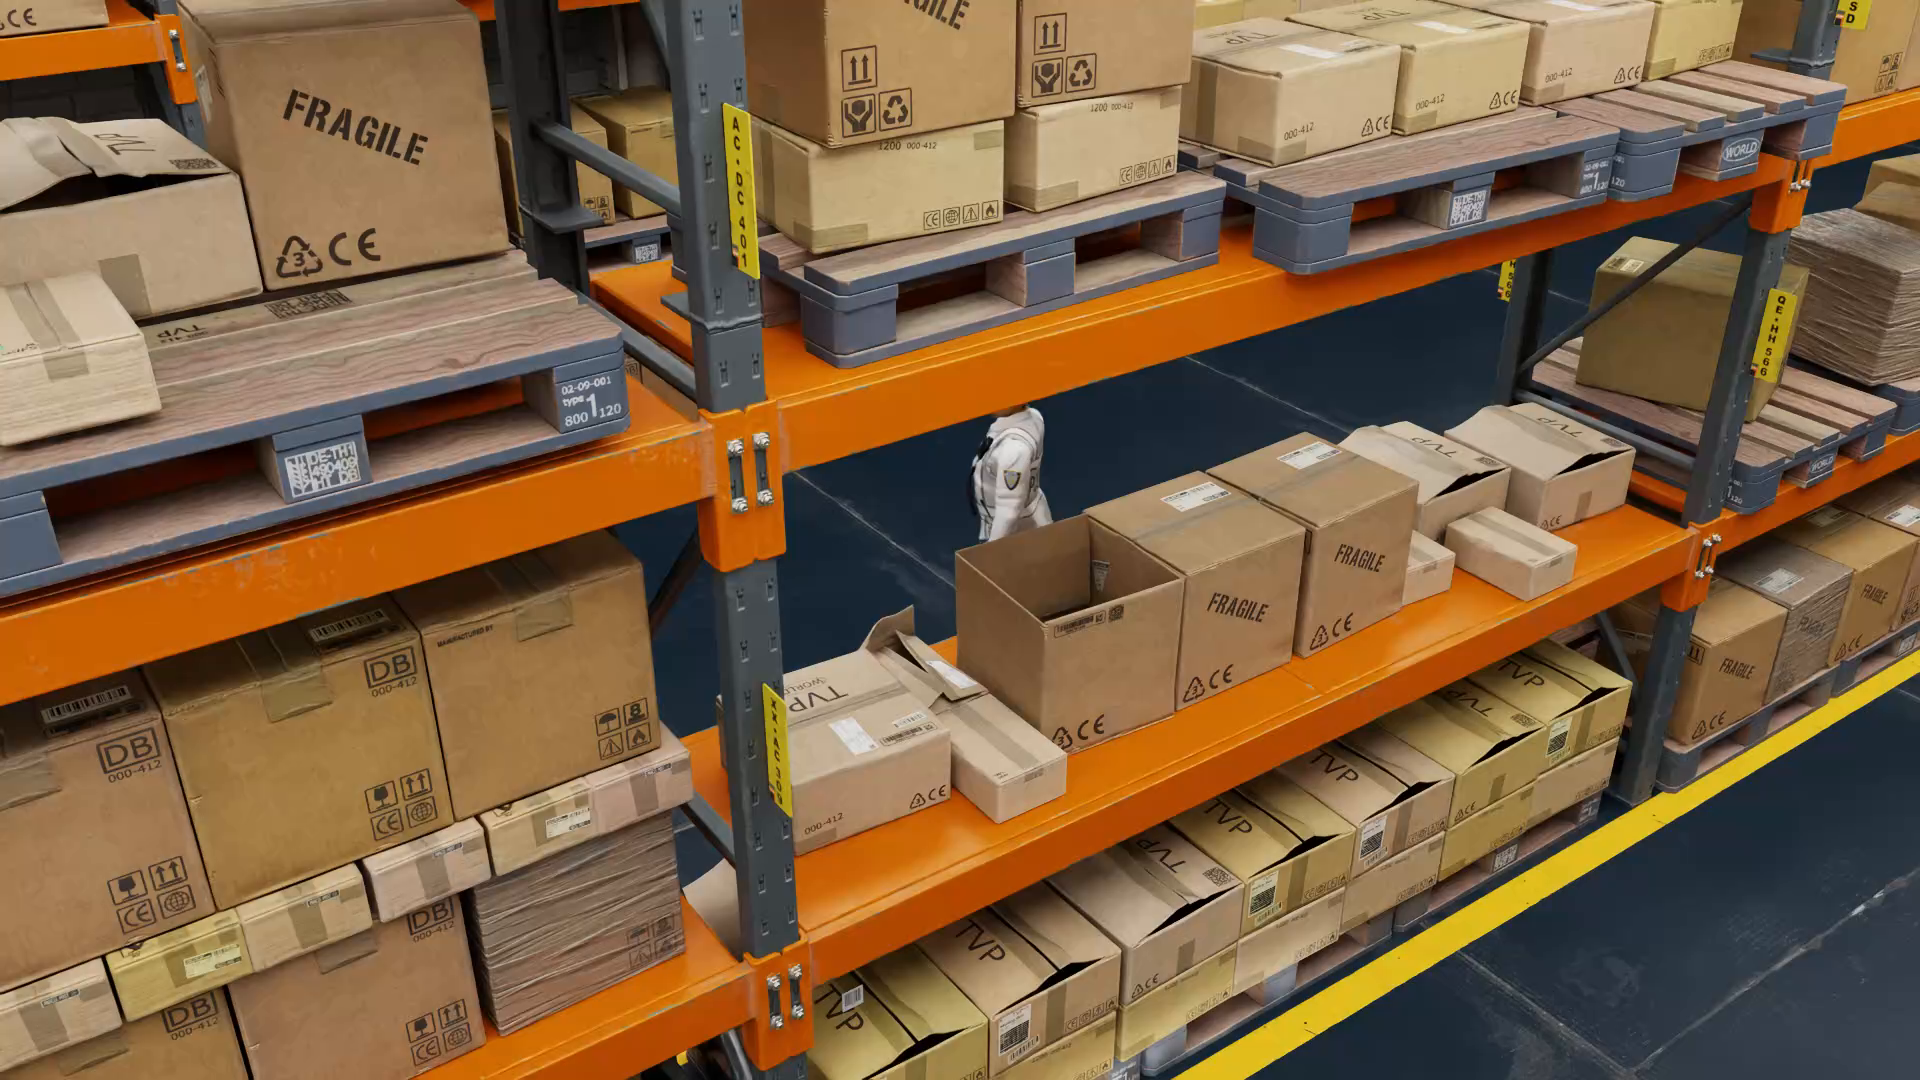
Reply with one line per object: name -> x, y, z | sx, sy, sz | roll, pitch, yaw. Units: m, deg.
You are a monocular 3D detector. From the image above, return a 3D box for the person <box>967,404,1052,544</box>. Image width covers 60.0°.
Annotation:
person -> 0.202, 0.008, 7.044 | 0.405, 1.679, 0.528 | 7, 30, 12
